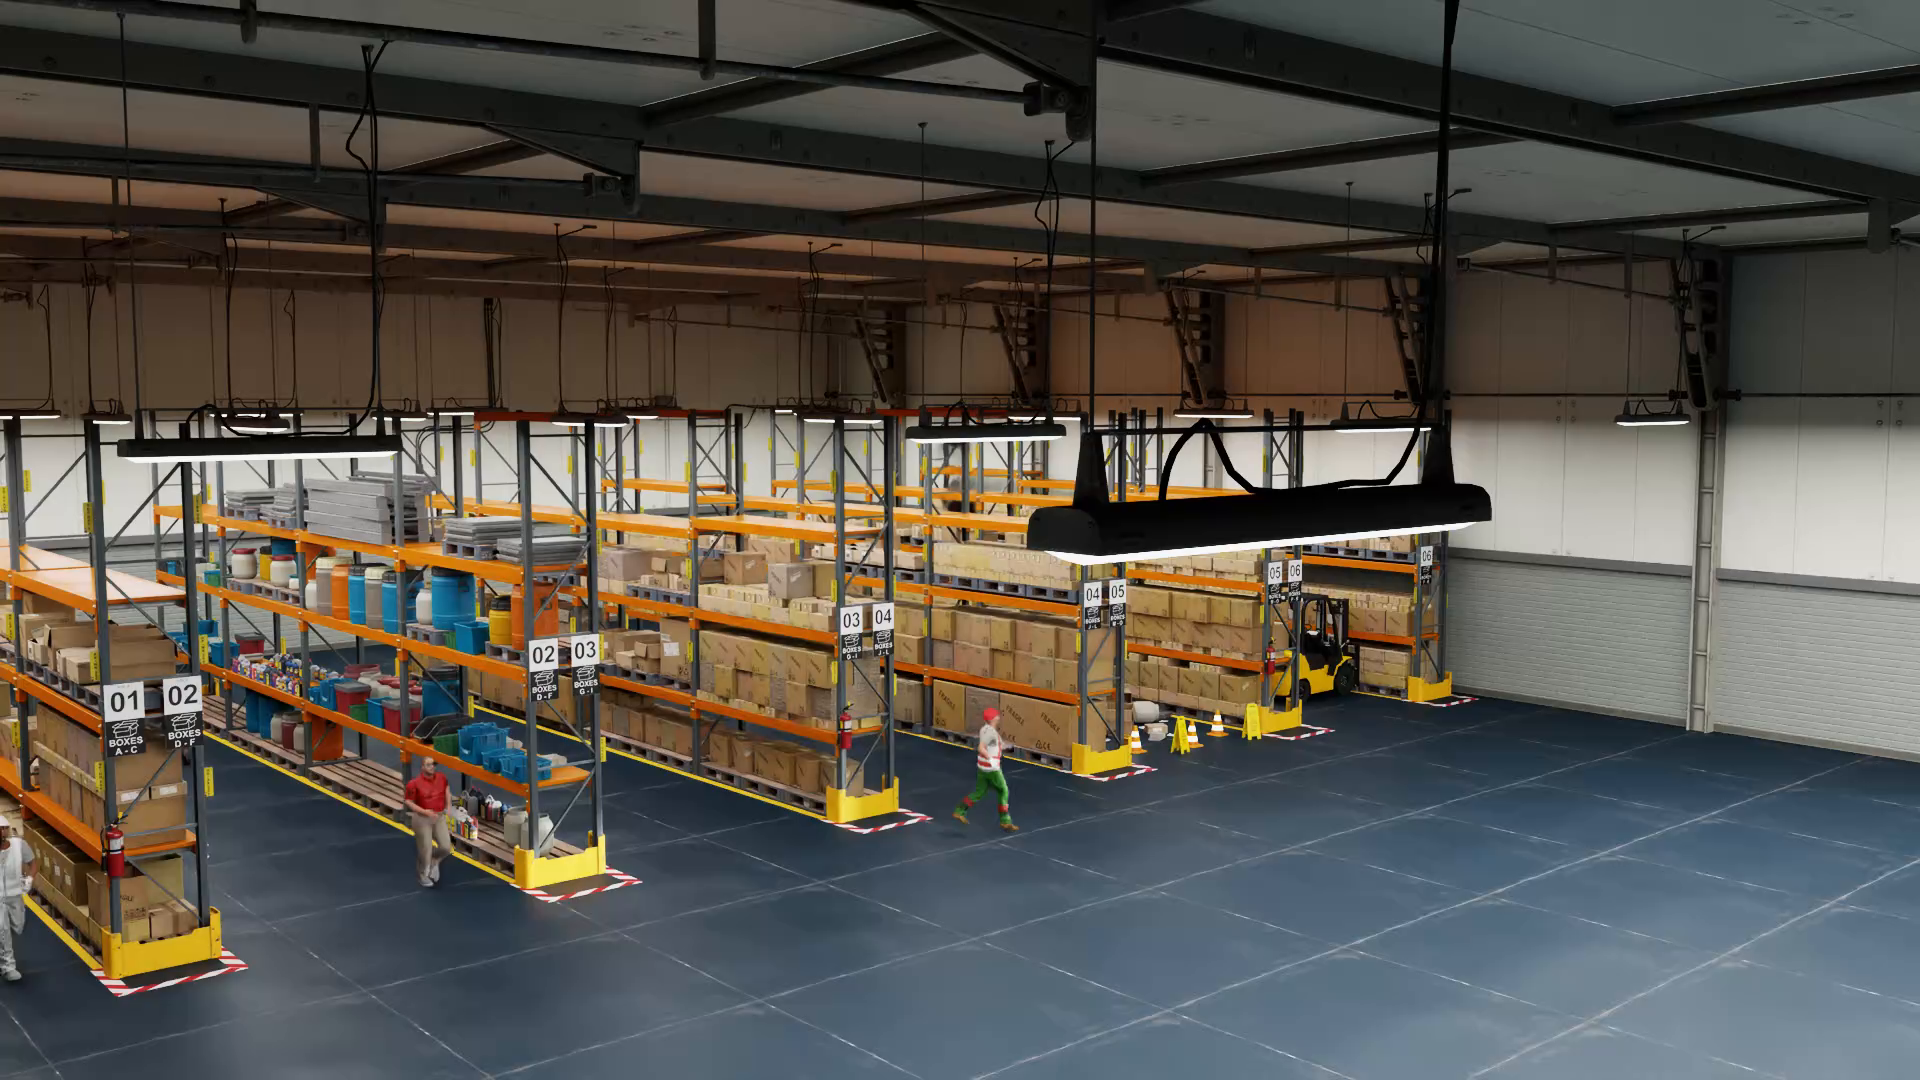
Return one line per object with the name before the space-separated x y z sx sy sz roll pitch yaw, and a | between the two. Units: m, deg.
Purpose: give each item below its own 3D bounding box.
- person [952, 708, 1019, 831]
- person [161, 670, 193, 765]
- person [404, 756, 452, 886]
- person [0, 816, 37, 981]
person | 0.382 3.324 24.005 0.972 1.815 0.678 -1 5 -14
person | -13.511 2.948 28.508 0.902 1.742 0.652 4 6 39
person | -6.770 3.610 21.365 0.606 1.694 0.683 5 7 45
person | -10.434 3.858 18.095 0.717 1.759 0.885 -5 7 -43
